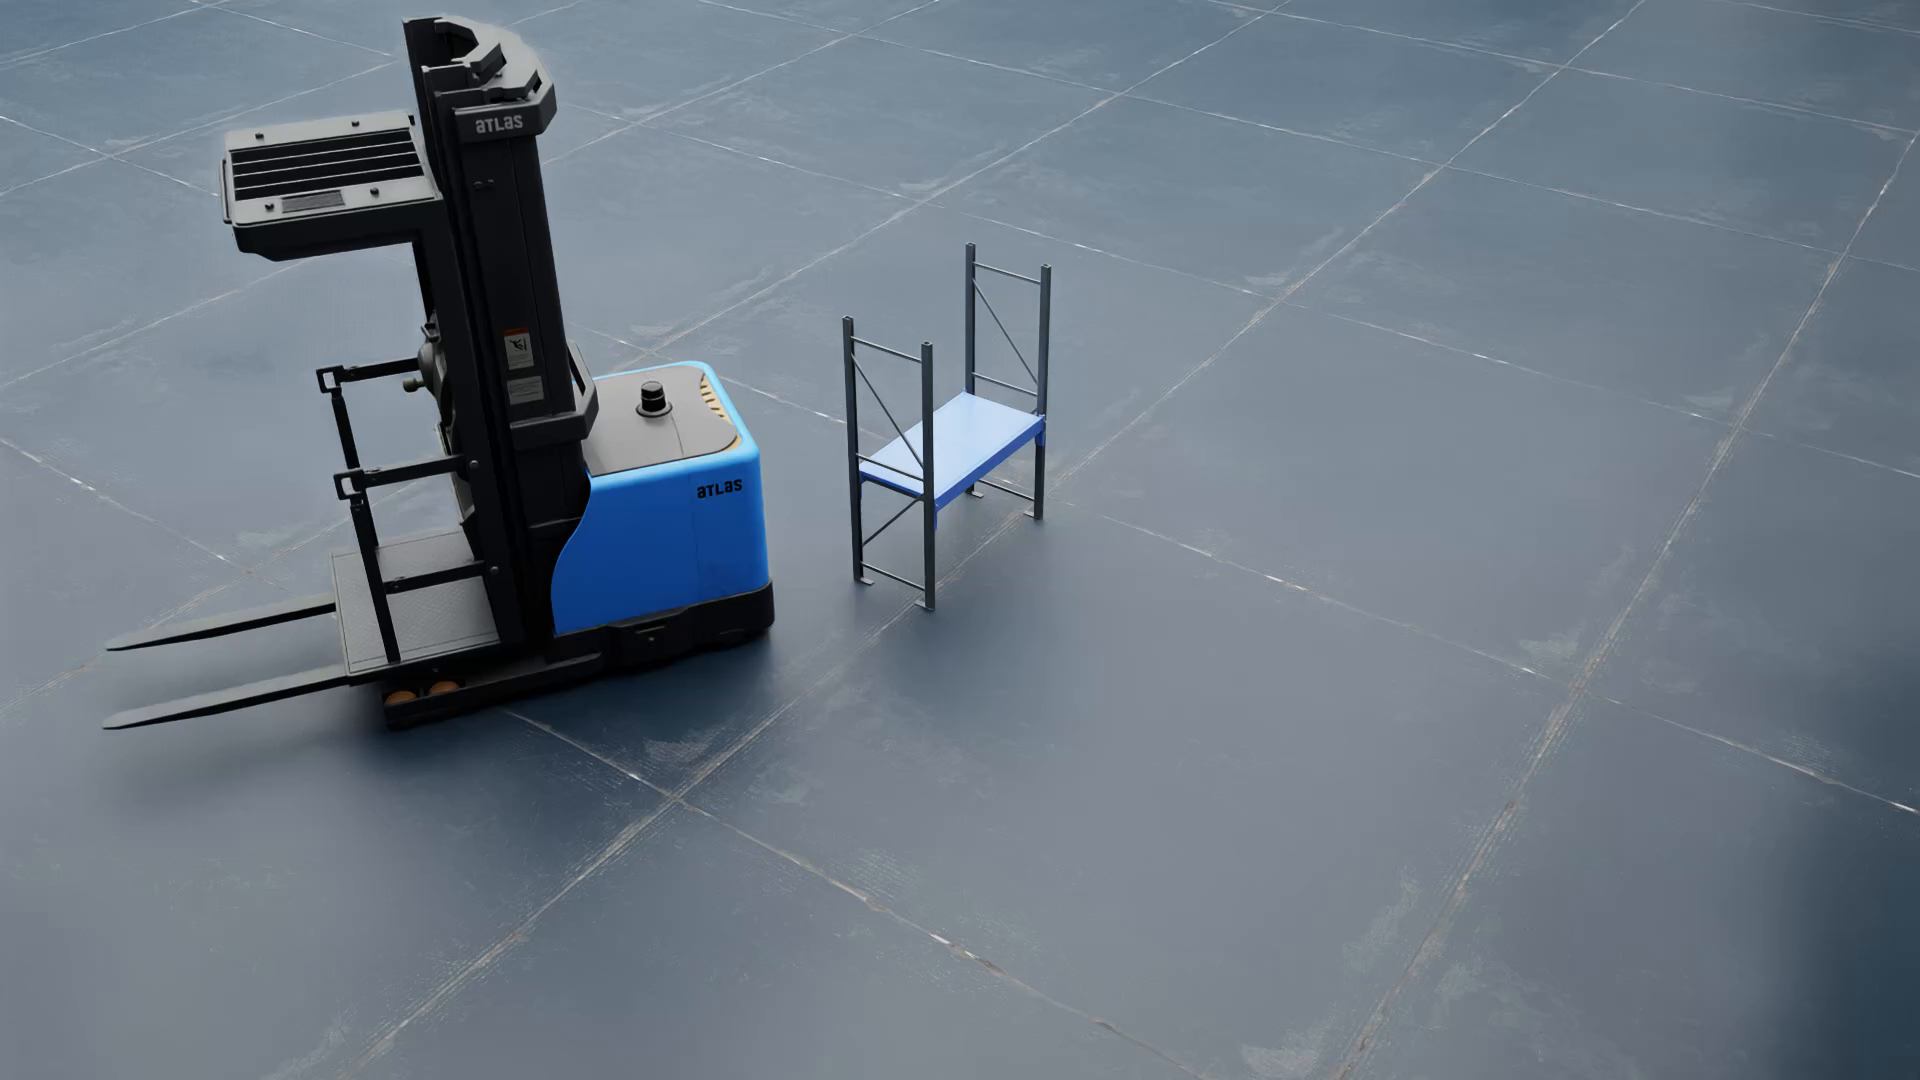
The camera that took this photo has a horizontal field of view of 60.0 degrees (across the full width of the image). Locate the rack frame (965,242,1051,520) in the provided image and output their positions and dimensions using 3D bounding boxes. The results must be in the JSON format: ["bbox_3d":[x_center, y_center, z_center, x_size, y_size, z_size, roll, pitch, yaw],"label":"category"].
[{"bbox_3d":[0.241,-0.816,8.793,0.500,1.500,0.032,21,39,28],"label":"rack frame"}]

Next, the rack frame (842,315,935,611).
[{"bbox_3d":[-0.338,-0.348,8.101,0.500,1.500,0.032,21,39,28],"label":"rack frame"}]

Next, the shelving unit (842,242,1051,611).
[{"bbox_3d":[-0.049,-0.582,8.447,0.538,1.500,1.048,21,39,28],"label":"shelving unit"}]

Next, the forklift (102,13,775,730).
[{"bbox_3d":[-2.484,-0.689,7.327,3.031,2.935,1.130,-13,36,-18],"label":"forklift"}]

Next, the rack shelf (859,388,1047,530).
[{"bbox_3d":[-0.049,-0.433,8.548,0.538,0.185,1.000,21,39,28],"label":"rack shelf"}]
